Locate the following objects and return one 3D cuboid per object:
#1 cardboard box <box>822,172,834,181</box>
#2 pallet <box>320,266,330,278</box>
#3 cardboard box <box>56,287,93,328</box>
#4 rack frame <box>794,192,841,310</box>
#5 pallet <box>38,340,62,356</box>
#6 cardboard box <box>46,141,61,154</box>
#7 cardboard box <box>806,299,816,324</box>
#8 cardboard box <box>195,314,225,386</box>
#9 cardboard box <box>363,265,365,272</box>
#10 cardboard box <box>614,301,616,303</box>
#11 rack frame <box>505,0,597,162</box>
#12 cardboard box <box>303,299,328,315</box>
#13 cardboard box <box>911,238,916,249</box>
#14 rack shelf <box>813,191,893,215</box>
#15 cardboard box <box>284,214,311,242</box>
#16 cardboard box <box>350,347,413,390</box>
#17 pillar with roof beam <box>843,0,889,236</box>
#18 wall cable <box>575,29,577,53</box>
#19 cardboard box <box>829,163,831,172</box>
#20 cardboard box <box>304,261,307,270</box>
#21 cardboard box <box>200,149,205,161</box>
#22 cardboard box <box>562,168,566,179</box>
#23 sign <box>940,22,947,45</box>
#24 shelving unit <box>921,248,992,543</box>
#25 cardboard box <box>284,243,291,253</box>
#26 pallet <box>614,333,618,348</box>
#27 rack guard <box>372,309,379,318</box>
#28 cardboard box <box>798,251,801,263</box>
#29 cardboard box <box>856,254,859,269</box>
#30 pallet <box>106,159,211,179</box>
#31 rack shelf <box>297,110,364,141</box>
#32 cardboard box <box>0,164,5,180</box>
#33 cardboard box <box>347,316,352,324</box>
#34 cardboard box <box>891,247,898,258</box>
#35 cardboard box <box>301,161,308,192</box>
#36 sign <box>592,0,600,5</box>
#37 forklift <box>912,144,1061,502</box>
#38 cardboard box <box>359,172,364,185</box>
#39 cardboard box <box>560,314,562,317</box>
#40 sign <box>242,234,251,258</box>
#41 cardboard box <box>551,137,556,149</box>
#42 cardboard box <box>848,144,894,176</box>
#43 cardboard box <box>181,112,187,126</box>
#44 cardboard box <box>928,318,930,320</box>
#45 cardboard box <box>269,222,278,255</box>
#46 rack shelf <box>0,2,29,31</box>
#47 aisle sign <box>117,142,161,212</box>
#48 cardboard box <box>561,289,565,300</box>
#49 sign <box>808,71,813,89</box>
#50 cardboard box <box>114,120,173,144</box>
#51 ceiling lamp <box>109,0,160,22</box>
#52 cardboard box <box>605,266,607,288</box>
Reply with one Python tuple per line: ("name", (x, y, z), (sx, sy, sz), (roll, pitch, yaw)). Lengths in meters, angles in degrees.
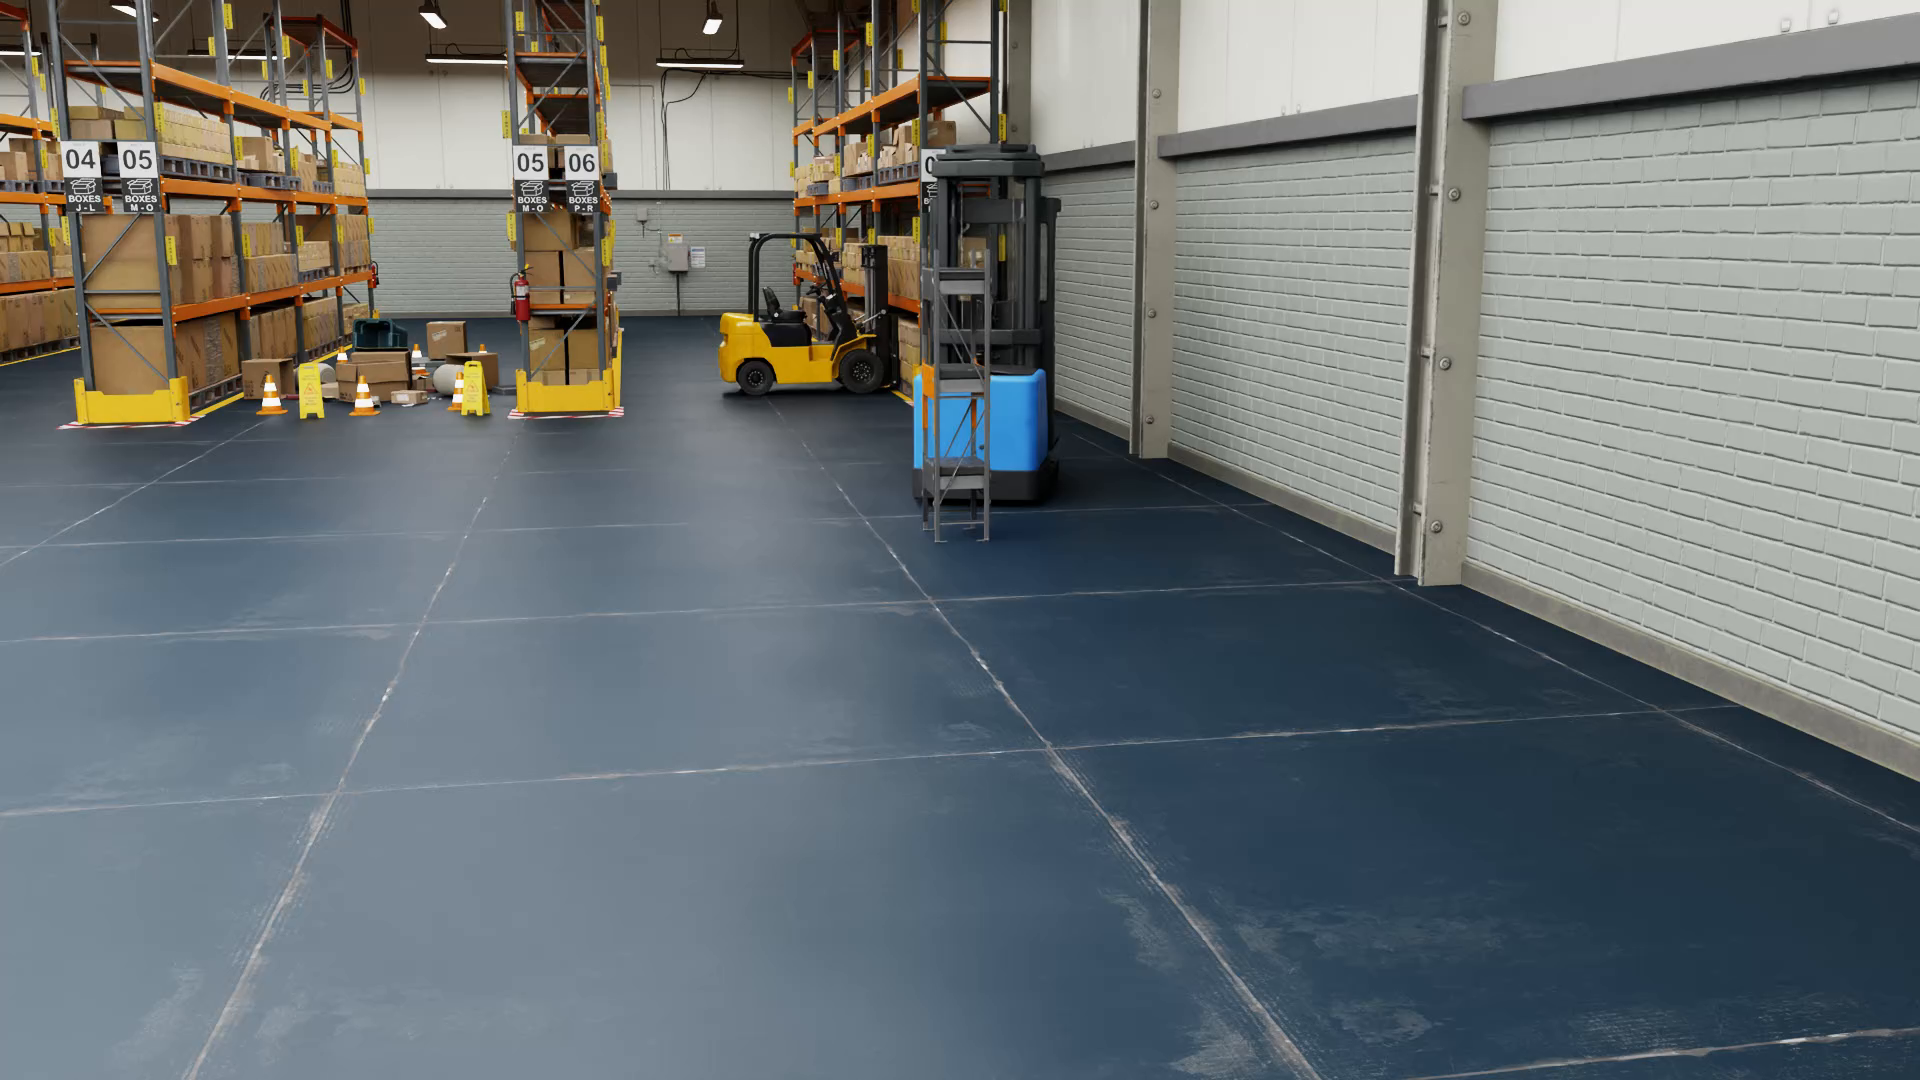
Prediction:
("cardboard box", (-2.356, -6.718, 30.729), (0.380, 0.149, 0.250), (-2, 11, -10))
("pallet", (-12.046, -4.843, 30.133), (1.003, 0.211, 1.213), (-2, 11, -11))
("cardboard box", (-17.162, -4.373, 31.707), (0.875, 0.875, 0.875), (-2, 11, -11))
("rack frame", (-3.126, -6.196, 36.729), (1.000, 3.000, 0.127), (-2, 11, -11))
("pallet", (-16.713, -3.413, 29.561), (1.003, 0.211, 1.213), (-2, 11, -11))
("cardboard box", (-17.332, -7.430, 31.527), (0.500, 0.250, 0.500), (-2, 11, -13))
("cardboard box", (-2.967, -4.800, 34.957), (0.500, 0.500, 0.500), (-2, 11, -10))
("cardboard box", (-10.264, -2.495, 21.843), (0.875, 0.875, 0.875), (-2, 11, -11))
("cardboard box", (-12.478, -5.597, 34.251), (0.380, 0.149, 0.250), (-2, 11, -11))
("cardboard box", (-7.768, -4.845, 35.361), (0.875, 0.438, 0.875), (-3, 11, -13))
("rack frame", (-4.882, -6.028, 19.799), (1.000, 3.000, 0.127), (-2, 11, -11))
("cardboard box", (-11.456, -4.111, 29.330), (0.500, 0.250, 0.500), (-3, 11, -14))
("cardboard box", (-0.447, -3.925, 21.997), (0.380, 0.149, 0.250), (-2, 11, -10))
("rack shelf", (-1.959, -6.216, 30.735), (1.077, 0.370, 4.000), (-2, 11, -11))
("cardboard box", (-12.409, -5.846, 31.150), (0.500, 0.500, 0.500), (-3, 11, -13))
("cardboard box", (-7.897, -2.322, 22.689), (0.797, 0.637, 0.503), (-2, 11, -11))
("pillar with roof beam", (-5.822, -8.414, 32.335), (9.100, 9.000, 0.548), (-2, 11, -11))
("wall cable", (-10.404, -13.198, 39.824), (2.355, 3.000, 0.029), (-2, 11, -11))
("cardboard box", (-2.180, -6.761, 30.214), (0.380, 0.149, 0.250), (-2, 11, -11))
("cardboard box", (-11.322, -4.670, 28.258), (0.380, 0.149, 0.250), (-2, 11, -8))
("cardboard box", (-9.814, -4.886, 21.105), (0.380, 0.149, 0.250), (-2, 11, -11))
("cardboard box", (-4.767, -4.548, 20.720), (0.380, 0.149, 0.250), (-2, 11, -13))
("sign", (-0.243, -7.495, 24.585), (0.100, 0.325, 0.005), (-2, 11, -11))
("shelving unit", (-0.032, -1.062, 12.160), (0.431, 2.100, 0.503), (-2, 11, -11))
("cardboard box", (-11.175, -4.817, 27.441), (0.380, 0.149, 0.250), (-2, 11, -11))
("pallet", (-6.992, -3.773, 31.455), (1.003, 0.211, 1.213), (-2, 11, -11))
("rack guard", (-12.815, -4.575, 34.895), (1.175, 0.500, 0.348), (-2, 11, -11))
("cardboard box", (-3.204, -6.083, 35.741), (0.500, 0.250, 0.500), (-2, 11, -10))
("cardboard box", (-1.419, -4.529, 27.036), (0.500, 0.250, 0.500), (-2, 11, -10))
("pallet", (-10.114, -4.672, 20.935), (1.003, 0.211, 1.213), (-2, 11, -11))
("rack shelf", (-12.441, -8.042, 32.314), (1.077, 0.370, 4.000), (-2, 11, -11))
("cardboard box", (-16.812, -6.353, 28.644), (0.500, 0.311, 0.500), (-3, 11, -13))
("cardboard box", (-12.109, -4.300, 32.474), (0.380, 0.149, 0.250), (-2, 11, -8))
("cardboard box", (-0.768, -4.059, 23.500), (0.380, 0.149, 0.250), (-2, 11, -13))
("cardboard box", (-11.229, -6.078, 27.817), (0.500, 0.500, 0.500), (-2, 11, -11))
("sign", (-4.350, -6.545, 19.808), (0.100, 0.325, 0.005), (-2, 11, -11))
("forklift", (0.314, -1.981, 14.768), (1.130, 2.935, 3.031), (1, 11, 7))
("cardboard box", (-12.491, -7.387, 34.026), (0.500, 0.250, 0.500), (-2, 11, -13))
("cardboard box", (-5.845, -3.214, 23.549), (0.380, 0.149, 0.250), (-2, 11, -10))
("sign", (-9.952, -4.100, 23.190), (0.100, 0.325, 0.005), (-2, 11, -11))
("cardboard box", (-5.317, -5.017, 21.050), (0.380, 0.149, 0.250), (-2, 11, -11))
("cardboard box", (-1.472, -6.277, 27.470), (0.700, 0.500, 0.500), (-2, 11, -12))
("cardboard box", (-9.668, -5.139, 20.299), (0.380, 0.149, 0.250), (-2, 11, -12))
("cardboard box", (-0.202, -2.981, 23.395), (0.500, 0.250, 0.500), (-2, 11, -12))
("cardboard box", (-11.097, -4.714, 26.001), (0.700, 0.500, 0.500), (-2, 11, -12))
("rack shelf", (-16.548, -8.781, 27.298), (1.077, 0.370, 4.000), (-2, 11, -11))
("aisle sign", (-9.410, -4.157, 19.062), (0.394, 0.787, 0.004), (-2, 11, -11))
("cardboard box", (-5.344, -3.206, 21.693), (0.380, 0.149, 0.250), (-2, 11, -10))
("sign", (-2.884, -8.891, 32.133), (0.100, 0.325, 0.005), (-2, 11, -11))
("cardboard box", (-9.560, -4.781, 19.488), (0.500, 0.250, 0.500), (-2, 11, -11))
("ceiling lamp", (-14.072, -10.683, 28.645), (0.800, 3.185, 2.000), (-2, 11, -11))
("cardboard box", (-4.806, -3.468, 21.330), (0.500, 0.500, 0.500), (-2, 11, -9))
